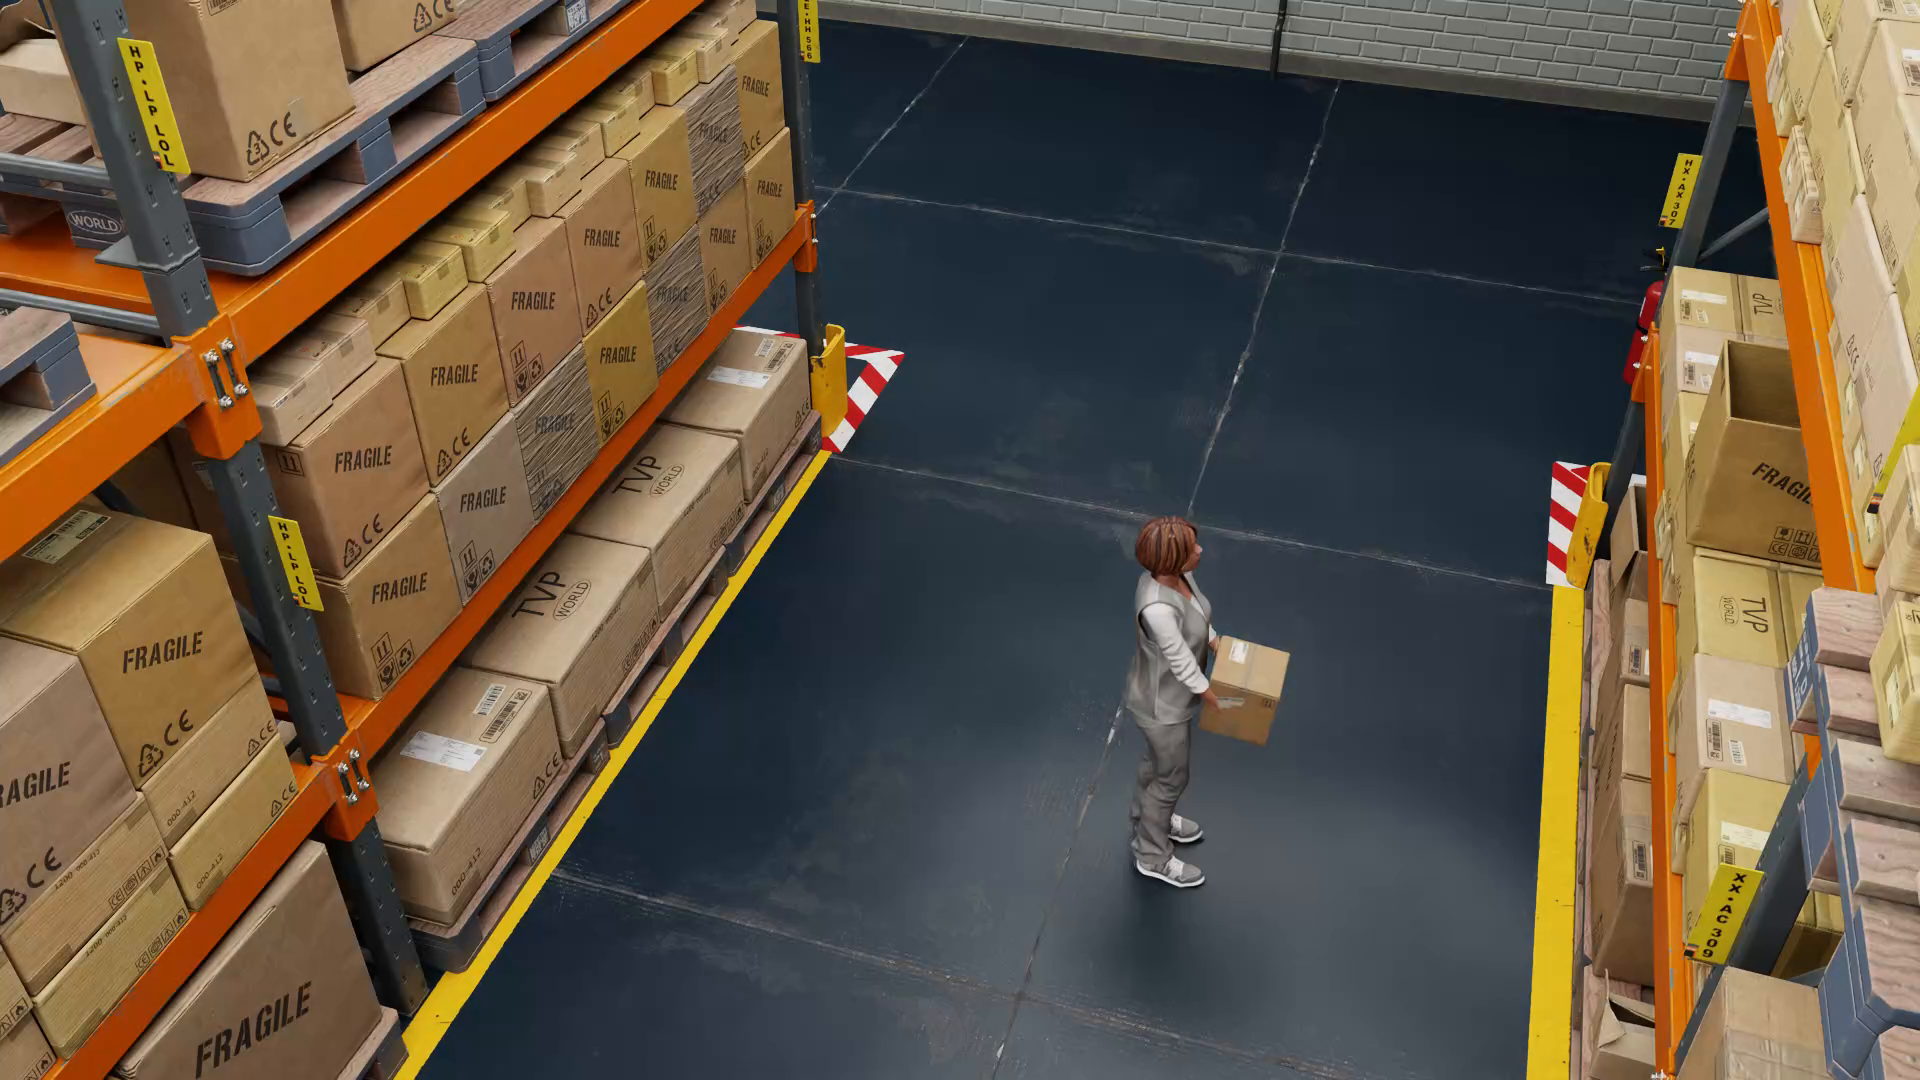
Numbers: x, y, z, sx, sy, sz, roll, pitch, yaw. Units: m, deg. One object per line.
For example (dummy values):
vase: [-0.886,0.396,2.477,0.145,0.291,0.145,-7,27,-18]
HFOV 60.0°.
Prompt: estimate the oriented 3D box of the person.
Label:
person: [0.838,0.584,6.132,0.473,1.599,0.428,6,38,8]
